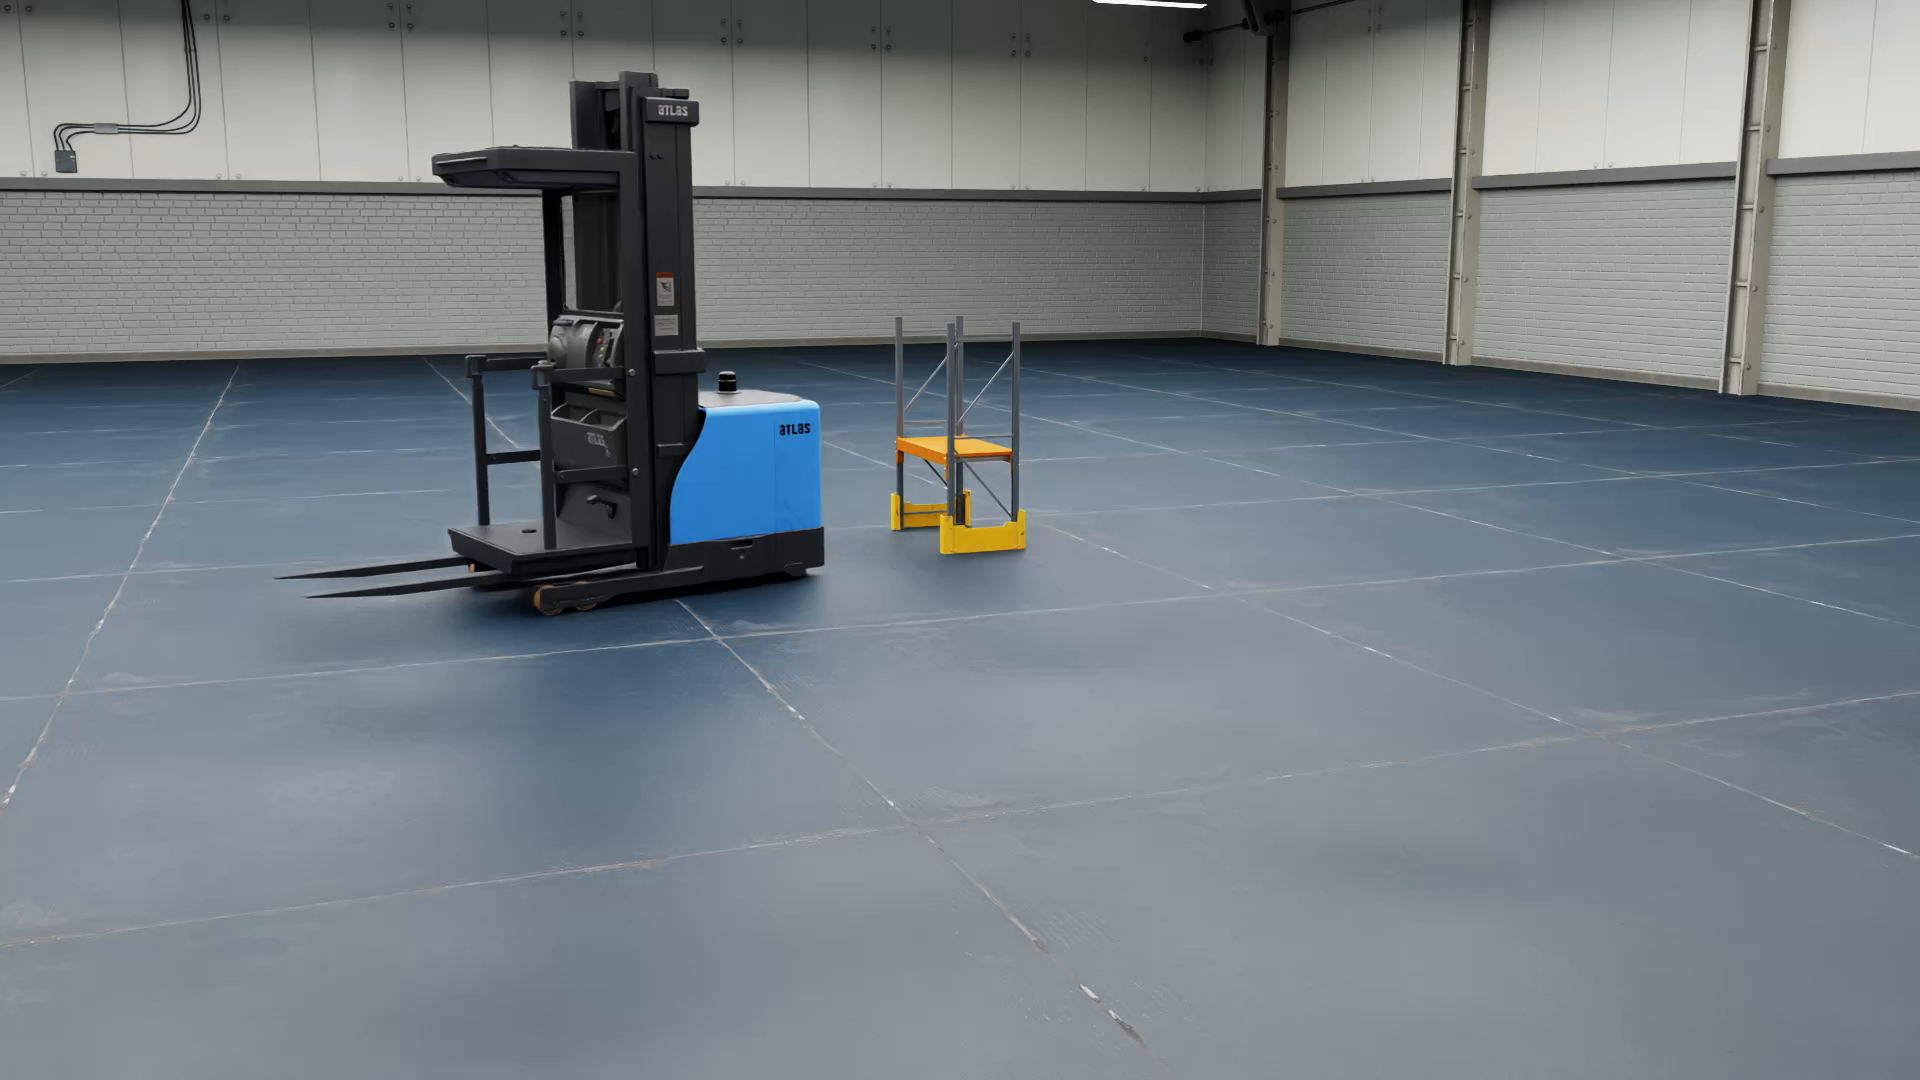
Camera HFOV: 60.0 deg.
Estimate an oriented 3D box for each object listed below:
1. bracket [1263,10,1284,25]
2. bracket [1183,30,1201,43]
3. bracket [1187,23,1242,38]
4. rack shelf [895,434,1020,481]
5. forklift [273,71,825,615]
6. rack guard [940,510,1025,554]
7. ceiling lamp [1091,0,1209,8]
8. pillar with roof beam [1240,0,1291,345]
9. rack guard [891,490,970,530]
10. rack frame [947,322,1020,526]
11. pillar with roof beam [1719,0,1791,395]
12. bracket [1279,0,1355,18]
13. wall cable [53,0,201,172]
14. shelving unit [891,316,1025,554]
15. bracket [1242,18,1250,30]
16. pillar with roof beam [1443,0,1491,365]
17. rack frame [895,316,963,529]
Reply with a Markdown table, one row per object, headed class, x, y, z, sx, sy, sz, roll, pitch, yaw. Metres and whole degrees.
| class | x | y | z | sx | sy | sz | roll | pitch | yaw |
| --- | --- | --- | --- | --- | --- | --- | --- | --- | --- |
| bracket | 6.048 | -10.060 | 32.000 | 0.235 | 0.232 | 0.430 | -4 | 11 | -21 |
| bracket | 4.889 | -10.582 | 34.936 | 0.235 | 0.232 | 0.430 | -4 | 11 | -21 |
| bracket | 5.103 | -10.485 | 34.394 | 0.076 | 0.066 | 3.189 | -4 | 11 | -21 |
| rack shelf | -0.031 | -0.575 | 11.399 | 0.538 | 0.185 | 1.000 | -4 | 11 | -21 |
| forklift | -2.317 | -1.136 | 9.438 | 3.031 | 2.935 | 1.130 | -7 | 12 | -36 |
| rack guard | 0.153 | -0.054 | 11.011 | 0.587 | 0.250 | 0.087 | -4 | 11 | -21 |
| ceiling lamp | 3.006 | -10.306 | 26.996 | 2.000 | 3.185 | 0.800 | -4 | 11 | -21 |
| pillar with roof beam | 2.216 | -8.104 | 31.286 | 9.100 | 9.000 | 0.548 | -4 | 11 | -21 |
| rack guard | -0.208 | -0.217 | 11.925 | 0.587 | 0.250 | 0.087 | -4 | 11 | -21 |
| rack frame | 0.153 | -0.669 | 10.901 | 0.500 | 1.500 | 0.032 | -4 | 11 | -21 |
| pillar with roof beam | 6.565 | -6.146 | 20.275 | 9.100 | 9.000 | 0.400 | -4 | 11 | -21 |
| bracket | 6.982 | -9.639 | 29.635 | 0.076 | 0.066 | 4.783 | -4 | 11 | -21 |
| wall cable | -14.111 | -9.218 | 27.834 | 2.305 | 6.003 | 0.169 | -4 | 11 | -21 |
| shelving unit | -0.028 | -0.751 | 11.359 | 0.587 | 1.500 | 1.083 | -4 | 11 | -21 |
| bracket | 5.748 | -10.195 | 32.761 | 0.235 | 0.232 | 0.430 | -4 | 11 | -21 |
| pillar with roof beam | 4.391 | -7.125 | 25.781 | 9.100 | 9.000 | 0.400 | -4 | 11 | -21 |
| rack frame | -0.215 | -0.835 | 11.834 | 0.500 | 1.500 | 0.032 | -4 | 11 | -21 |
